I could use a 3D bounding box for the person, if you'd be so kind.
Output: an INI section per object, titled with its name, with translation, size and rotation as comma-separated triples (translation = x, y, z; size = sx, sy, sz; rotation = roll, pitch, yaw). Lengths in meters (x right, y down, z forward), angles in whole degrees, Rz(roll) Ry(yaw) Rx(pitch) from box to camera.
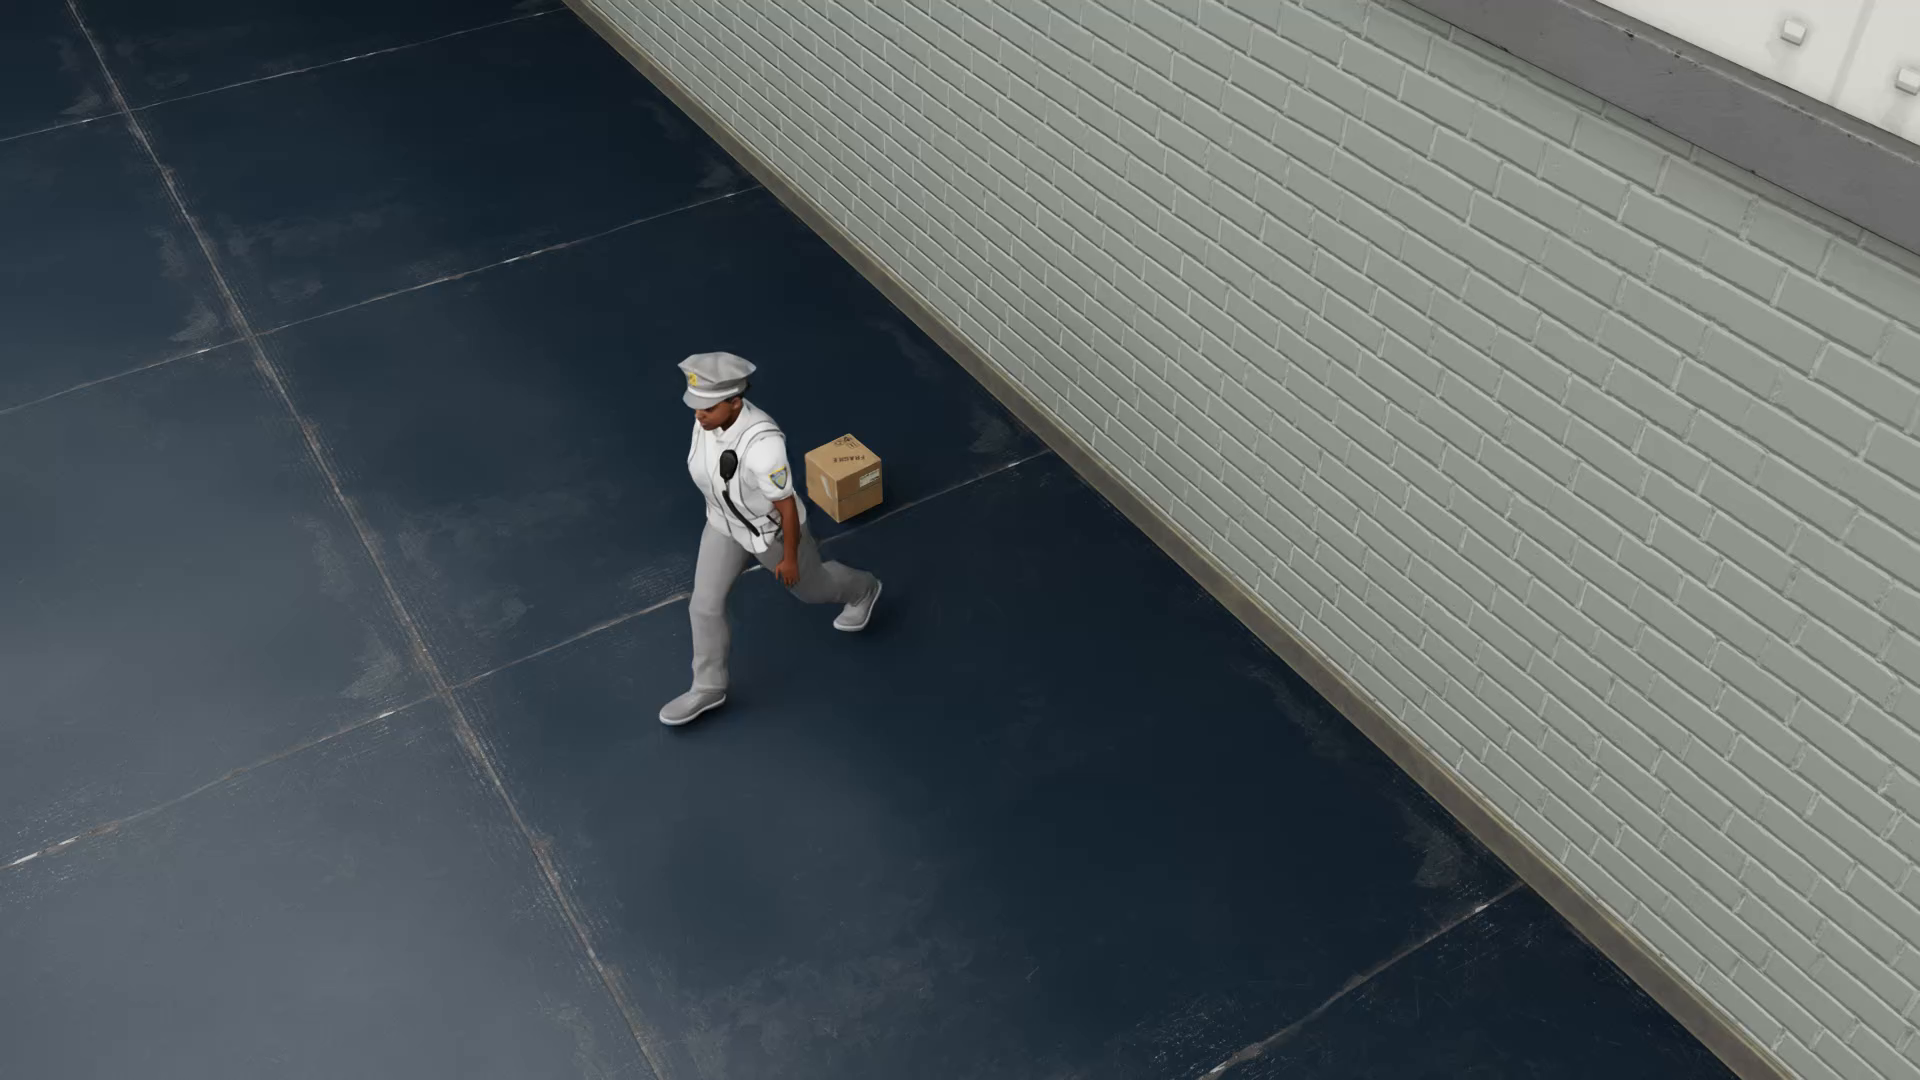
[person]
translation = -0.730, -0.074, 6.261
size = 0.449, 1.607, 1.069
rotation = 28, 48, 28
